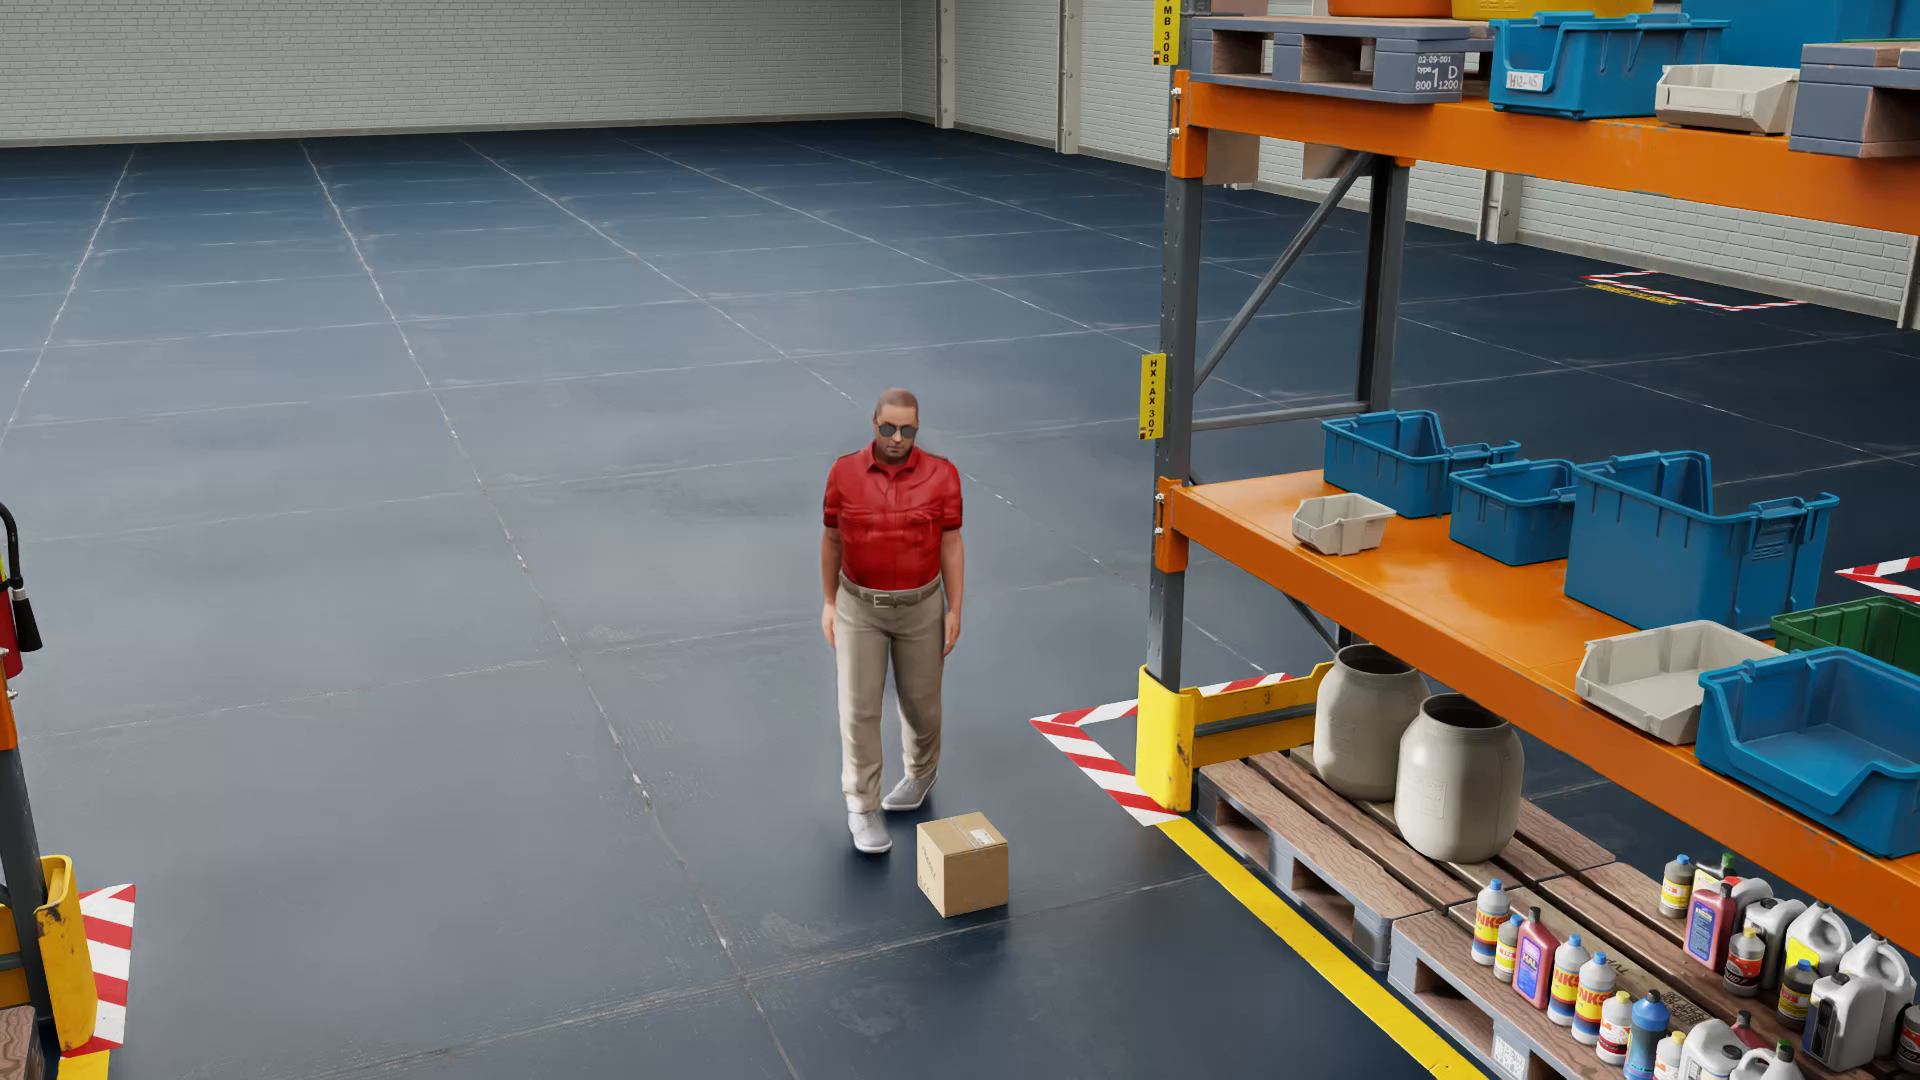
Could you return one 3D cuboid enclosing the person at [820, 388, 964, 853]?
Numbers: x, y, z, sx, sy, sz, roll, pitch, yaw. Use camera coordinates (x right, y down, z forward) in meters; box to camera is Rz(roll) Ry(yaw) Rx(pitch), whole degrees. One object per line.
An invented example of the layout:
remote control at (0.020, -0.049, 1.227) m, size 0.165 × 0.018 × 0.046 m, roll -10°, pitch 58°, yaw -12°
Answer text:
person at (-0.259, 0.288, 6.235) m, size 0.545 × 1.727 × 0.652 m, roll 0°, pitch 19°, yaw 1°
